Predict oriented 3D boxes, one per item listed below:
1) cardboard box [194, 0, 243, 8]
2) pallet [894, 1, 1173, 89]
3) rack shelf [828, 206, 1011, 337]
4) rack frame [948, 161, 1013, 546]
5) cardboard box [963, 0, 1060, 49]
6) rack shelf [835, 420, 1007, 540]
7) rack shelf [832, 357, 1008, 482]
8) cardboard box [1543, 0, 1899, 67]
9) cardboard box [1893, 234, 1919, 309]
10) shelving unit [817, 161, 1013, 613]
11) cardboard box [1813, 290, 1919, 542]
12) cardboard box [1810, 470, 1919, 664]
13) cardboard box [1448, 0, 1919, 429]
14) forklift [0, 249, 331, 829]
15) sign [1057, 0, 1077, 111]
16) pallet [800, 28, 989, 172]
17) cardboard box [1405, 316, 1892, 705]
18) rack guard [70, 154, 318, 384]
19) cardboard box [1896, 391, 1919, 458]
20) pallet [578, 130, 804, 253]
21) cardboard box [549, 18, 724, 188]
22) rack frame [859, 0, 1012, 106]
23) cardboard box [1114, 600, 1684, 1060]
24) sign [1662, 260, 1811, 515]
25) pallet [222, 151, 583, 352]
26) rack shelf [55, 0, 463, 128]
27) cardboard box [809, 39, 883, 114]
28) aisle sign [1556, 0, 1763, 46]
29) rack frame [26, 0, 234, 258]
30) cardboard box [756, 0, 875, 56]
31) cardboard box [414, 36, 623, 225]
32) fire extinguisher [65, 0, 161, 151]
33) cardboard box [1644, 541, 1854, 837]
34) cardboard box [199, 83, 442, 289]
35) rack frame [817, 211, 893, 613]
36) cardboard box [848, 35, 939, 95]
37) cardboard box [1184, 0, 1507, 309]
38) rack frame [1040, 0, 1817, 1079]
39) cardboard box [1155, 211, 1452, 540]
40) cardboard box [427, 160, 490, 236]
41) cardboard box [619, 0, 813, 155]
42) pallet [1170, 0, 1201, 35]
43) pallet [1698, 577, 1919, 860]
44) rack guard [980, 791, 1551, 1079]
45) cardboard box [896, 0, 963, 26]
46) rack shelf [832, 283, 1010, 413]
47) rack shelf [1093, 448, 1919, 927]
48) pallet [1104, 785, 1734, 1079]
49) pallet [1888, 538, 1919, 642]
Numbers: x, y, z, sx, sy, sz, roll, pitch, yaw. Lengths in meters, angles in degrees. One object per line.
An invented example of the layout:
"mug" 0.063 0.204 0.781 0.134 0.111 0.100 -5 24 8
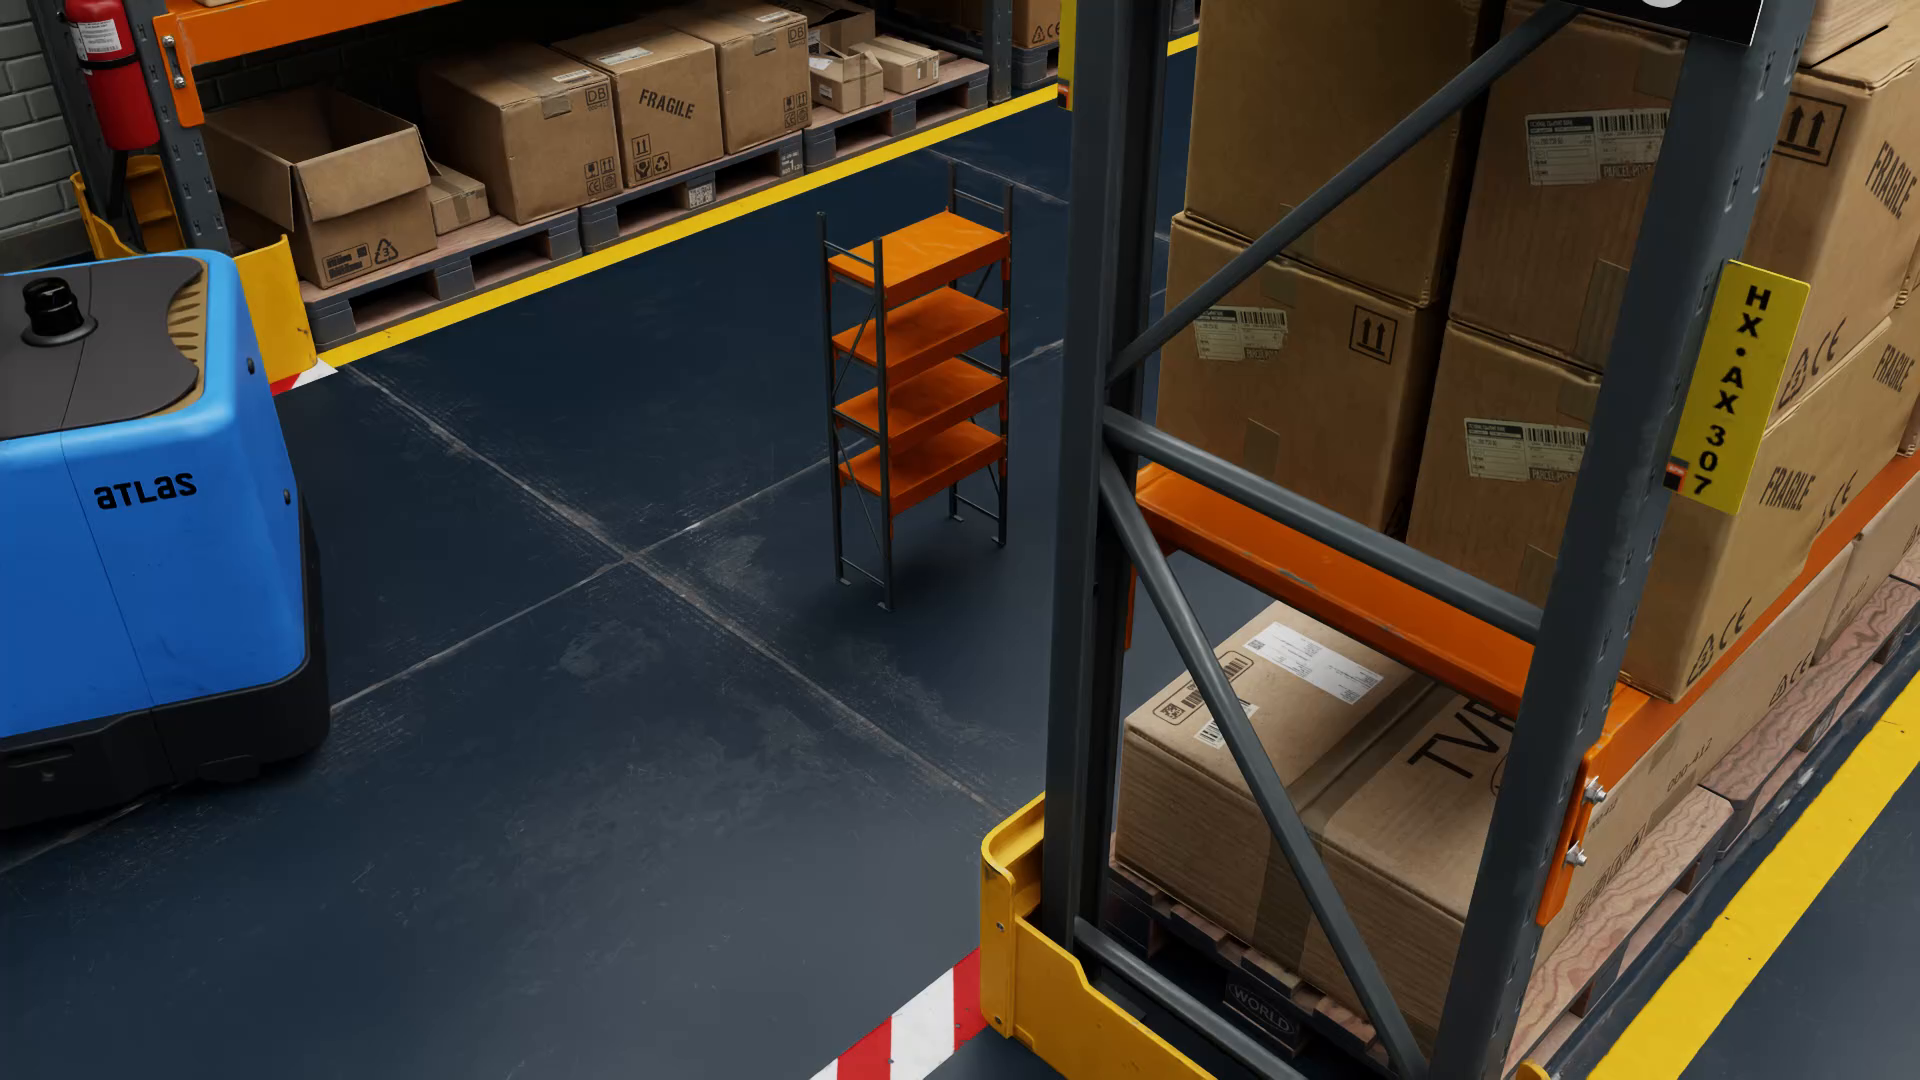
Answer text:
"cardboard box" -2.529 -1.942 5.632 0.380 0.149 0.250 29 44 35
"pallet" 0.409 -2.847 9.149 1.003 0.211 1.213 30 45 35
"rack shelf" -0.117 -0.747 4.586 0.258 0.148 0.480 30 45 35
"rack frame" 0.055 -0.524 4.952 0.240 1.200 0.015 30 45 35
"cardboard box" 0.364 -2.898 8.602 0.500 0.500 0.500 -28 43 -34
"rack shelf" -0.117 -0.207 4.962 0.258 0.148 0.480 30 45 35
"rack shelf" -0.117 -0.370 4.849 0.258 0.148 0.480 30 45 35
"cardboard box" 1.016 -0.773 2.207 0.250 0.149 0.380 -29 44 -35
"cardboard box" 1.469 -0.767 2.766 0.500 0.500 0.500 28 44 34
"shelving unit" -0.117 -0.425 4.810 0.258 1.200 0.503 30 45 35
"cardboard box" 1.448 -0.360 3.056 0.500 0.500 0.500 29 44 35
"cardboard box" 2.239 -0.193 4.777 0.875 0.438 0.875 28 44 34
"cardboard box" 1.110 -0.554 2.461 0.500 0.500 0.500 28 44 34
"forklift" -3.242 -0.591 3.535 3.031 2.935 1.130 -11 36 -16
"sign" 0.195 -0.820 2.584 0.100 0.325 0.005 30 45 35
"pallet" -0.621 -2.224 8.254 1.003 0.211 1.213 30 45 35
"cardboard box" 1.112 -0.143 2.746 0.500 0.500 0.500 29 44 35
"rack guard" -2.902 -1.028 6.286 1.175 0.500 0.348 30 45 35
"cardboard box" 1.820 -0.559 3.342 0.500 0.500 0.500 29 44 35
"pallet" -1.481 -1.726 7.540 1.003 0.211 1.213 30 45 35
"cardboard box" -1.384 -1.885 7.148 0.500 0.500 0.500 -29 44 -35
"rack frame" -0.137 -3.646 7.856 1.000 3.000 0.127 30 45 35
"cardboard box" 0.964 0.547 3.716 0.875 0.438 0.875 28 44 34
"sign" 0.960 -0.185 2.066 0.100 0.325 0.005 30 45 35
"pallet" -2.341 -1.233 6.834 1.003 0.211 1.213 30 45 35
"rack shelf" -1.546 -2.539 6.897 1.077 0.370 4.000 30 45 35
"cardboard box" -0.573 -2.207 7.816 0.258 0.266 0.396 -28 44 -34
"aisle sign" 0.725 -0.943 1.708 0.394 0.787 0.004 30 45 35
"rack frame" -2.955 -2.022 5.527 1.000 3.000 0.127 30 45 35
"cardboard box" -0.770 -2.542 8.257 0.500 0.311 0.500 -28 44 -34
"cardboard box" -1.827 -1.710 6.898 0.500 0.500 0.700 -28 44 -34
"fire extinguisher" -2.731 -1.591 5.303 0.296 0.674 0.183 30 45 35
"cardboard box" 1.603 0.172 4.253 0.875 0.438 0.875 -29 44 -34
"cardboard box" -2.457 -1.381 6.422 0.797 0.503 0.637 28 43 34
"rack frame" -0.289 -0.326 4.668 0.240 1.200 0.015 30 45 35
"cardboard box" -0.321 -2.304 8.057 0.380 0.149 0.250 28 44 34
"cardboard box" 0.741 -0.766 2.764 0.500 0.500 0.500 -28 44 -34
"rack frame" 0.570 -0.023 2.661 1.000 3.000 0.127 30 45 35
"cardboard box" 0.722 -0.367 3.066 0.500 0.500 0.500 -30 45 -35
"cardboard box" -2.130 -1.392 6.749 0.380 0.149 0.250 28 43 34
"cardboard box" -1.096 -2.132 7.503 0.700 0.500 0.500 28 43 34
"pallet" 1.269 -3.345 9.862 1.003 0.211 1.213 30 45 35
"pallet" 1.937 0.272 4.676 1.003 0.211 1.213 30 45 35
"rack guard" 0.553 1.012 3.362 1.175 0.500 0.348 30 45 35
"cardboard box" -0.001 -3.111 8.907 0.500 0.500 0.500 29 44 35
"rack shelf" -0.117 -0.553 4.721 0.258 0.148 0.480 30 45 35
"rack shelf" 1.979 -0.540 4.031 1.077 0.370 4.000 30 45 35
"pallet" 1.078 0.765 3.969 1.003 0.211 1.213 30 45 35
"pallet" 2.797 -0.226 5.389 1.003 0.211 1.213 30 45 35
